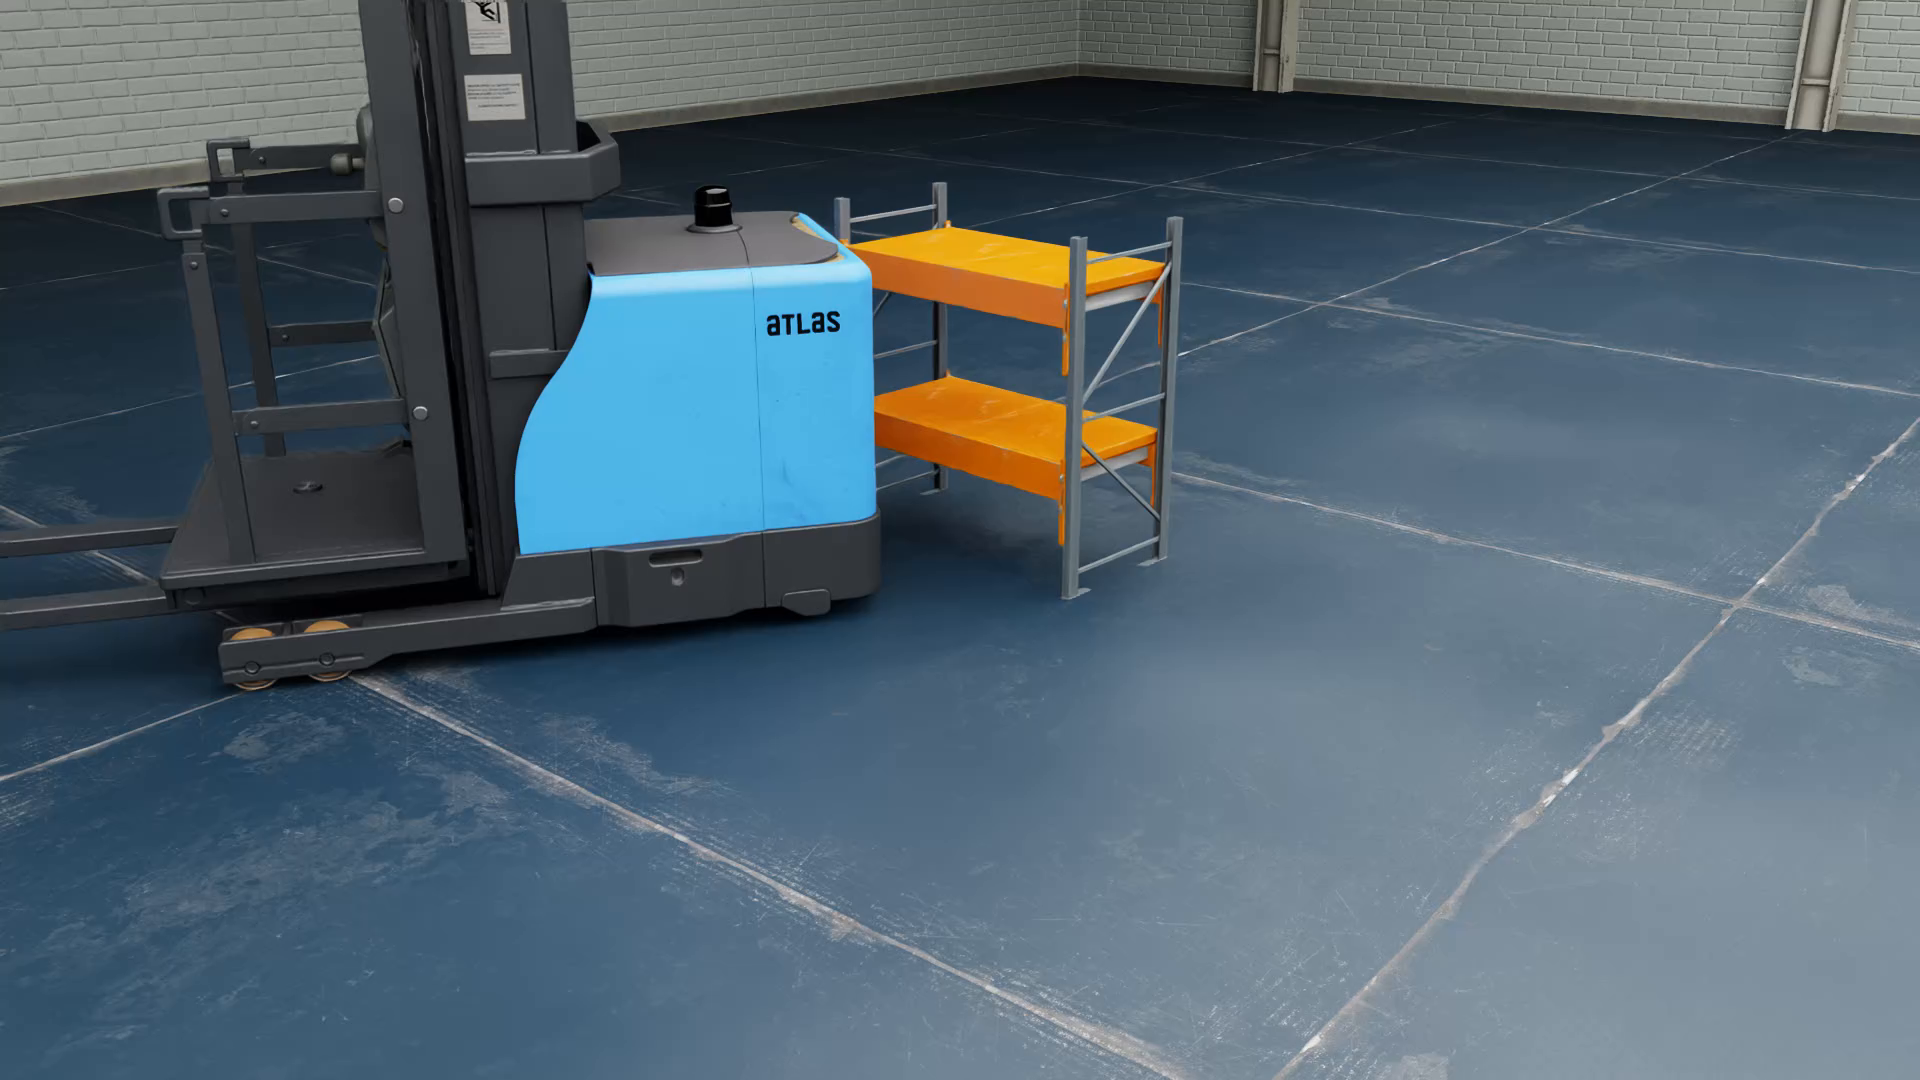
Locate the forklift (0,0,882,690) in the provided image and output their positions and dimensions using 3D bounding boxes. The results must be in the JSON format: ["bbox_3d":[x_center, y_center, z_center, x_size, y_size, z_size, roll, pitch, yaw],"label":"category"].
[{"bbox_3d":[-1.815,-1.166,4.607,3.031,2.935,1.130,-6,21,-15],"label":"forklift"}]

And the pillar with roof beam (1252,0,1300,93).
[{"bbox_3d":[1.047,-8.446,15.311,0.400,9.000,9.100,16,26,36],"label":"pillar with roof beam"}]

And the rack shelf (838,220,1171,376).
[{"bbox_3d":[0.135,-0.802,5.370,1.000,0.278,0.538,19,28,41],"label":"rack shelf"}]

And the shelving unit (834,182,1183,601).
[{"bbox_3d":[0.135,-0.528,5.474,1.048,1.125,0.538,19,28,41],"label":"shelving unit"}]

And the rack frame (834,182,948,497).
[{"bbox_3d":[-0.230,-0.653,5.804,0.032,1.125,0.500,19,28,41],"label":"rack frame"}]

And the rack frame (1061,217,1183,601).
[{"bbox_3d":[0.501,-0.403,5.143,0.032,1.125,0.500,19,28,41],"label":"rack frame"}]

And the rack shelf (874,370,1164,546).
[{"bbox_3d":[0.135,-0.299,5.560,1.000,0.278,0.538,19,28,41],"label":"rack shelf"}]

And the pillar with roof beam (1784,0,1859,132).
[{"bbox_3d":[5.695,-7.107,11.761,0.400,9.000,9.100,16,26,36],"label":"pillar with roof beam"}]
